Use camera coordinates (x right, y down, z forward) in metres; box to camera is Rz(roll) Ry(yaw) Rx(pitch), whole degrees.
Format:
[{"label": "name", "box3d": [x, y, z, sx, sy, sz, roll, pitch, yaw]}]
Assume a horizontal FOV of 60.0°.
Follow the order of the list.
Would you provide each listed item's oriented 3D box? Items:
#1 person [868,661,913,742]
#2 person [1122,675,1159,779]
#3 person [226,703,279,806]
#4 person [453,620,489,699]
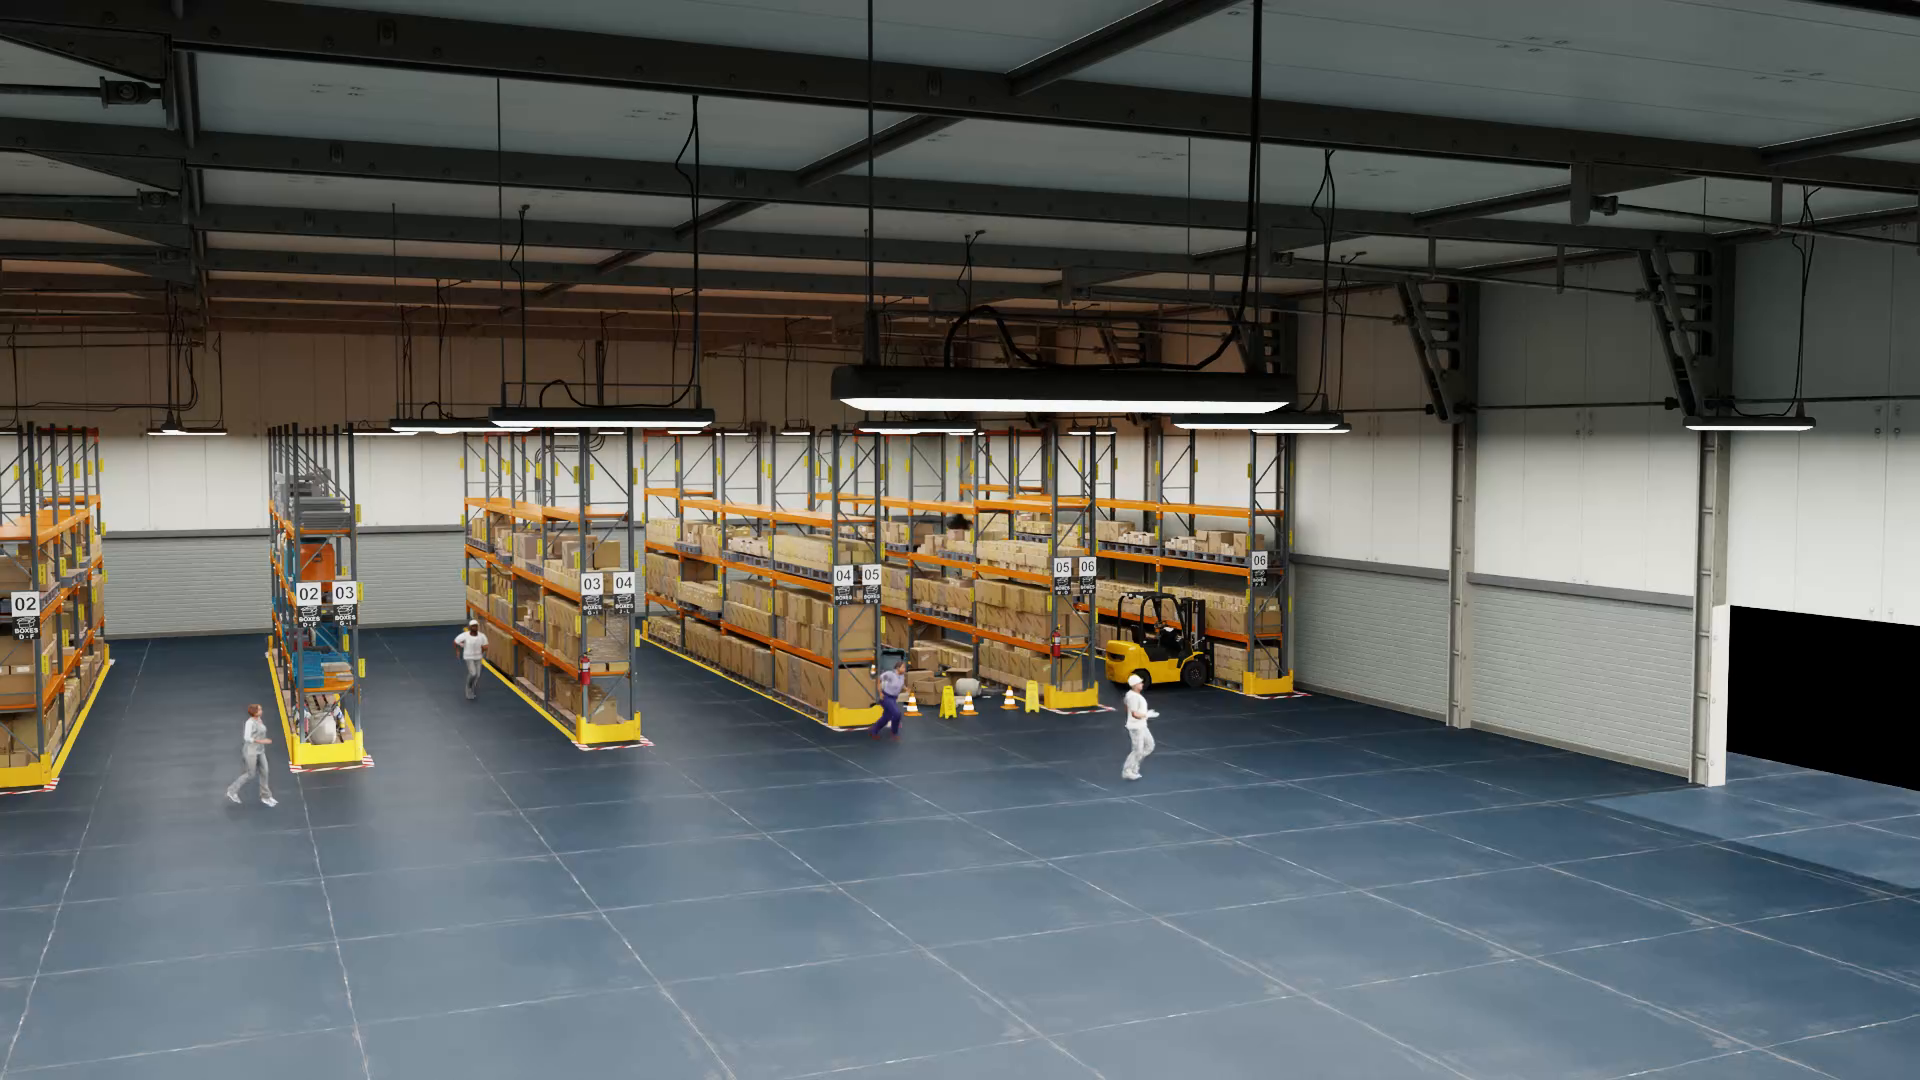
[{"label": "person", "box3d": [-1.331, 3.051, 31.525, 0.893, 1.570, 0.633, 2, 4, 29]}, {"label": "person", "box3d": [3.021, 3.138, 27.819, 0.633, 1.767, 0.662, 1, 4, 11]}, {"label": "person", "box3d": [-11.014, 3.339, 25.886, 0.772, 1.622, 0.562, 0, 3, 1]}, {"label": "person", "box3d": [-10.651, 2.614, 36.417, 0.692, 1.741, 0.656, -3, 4, -38]}]
